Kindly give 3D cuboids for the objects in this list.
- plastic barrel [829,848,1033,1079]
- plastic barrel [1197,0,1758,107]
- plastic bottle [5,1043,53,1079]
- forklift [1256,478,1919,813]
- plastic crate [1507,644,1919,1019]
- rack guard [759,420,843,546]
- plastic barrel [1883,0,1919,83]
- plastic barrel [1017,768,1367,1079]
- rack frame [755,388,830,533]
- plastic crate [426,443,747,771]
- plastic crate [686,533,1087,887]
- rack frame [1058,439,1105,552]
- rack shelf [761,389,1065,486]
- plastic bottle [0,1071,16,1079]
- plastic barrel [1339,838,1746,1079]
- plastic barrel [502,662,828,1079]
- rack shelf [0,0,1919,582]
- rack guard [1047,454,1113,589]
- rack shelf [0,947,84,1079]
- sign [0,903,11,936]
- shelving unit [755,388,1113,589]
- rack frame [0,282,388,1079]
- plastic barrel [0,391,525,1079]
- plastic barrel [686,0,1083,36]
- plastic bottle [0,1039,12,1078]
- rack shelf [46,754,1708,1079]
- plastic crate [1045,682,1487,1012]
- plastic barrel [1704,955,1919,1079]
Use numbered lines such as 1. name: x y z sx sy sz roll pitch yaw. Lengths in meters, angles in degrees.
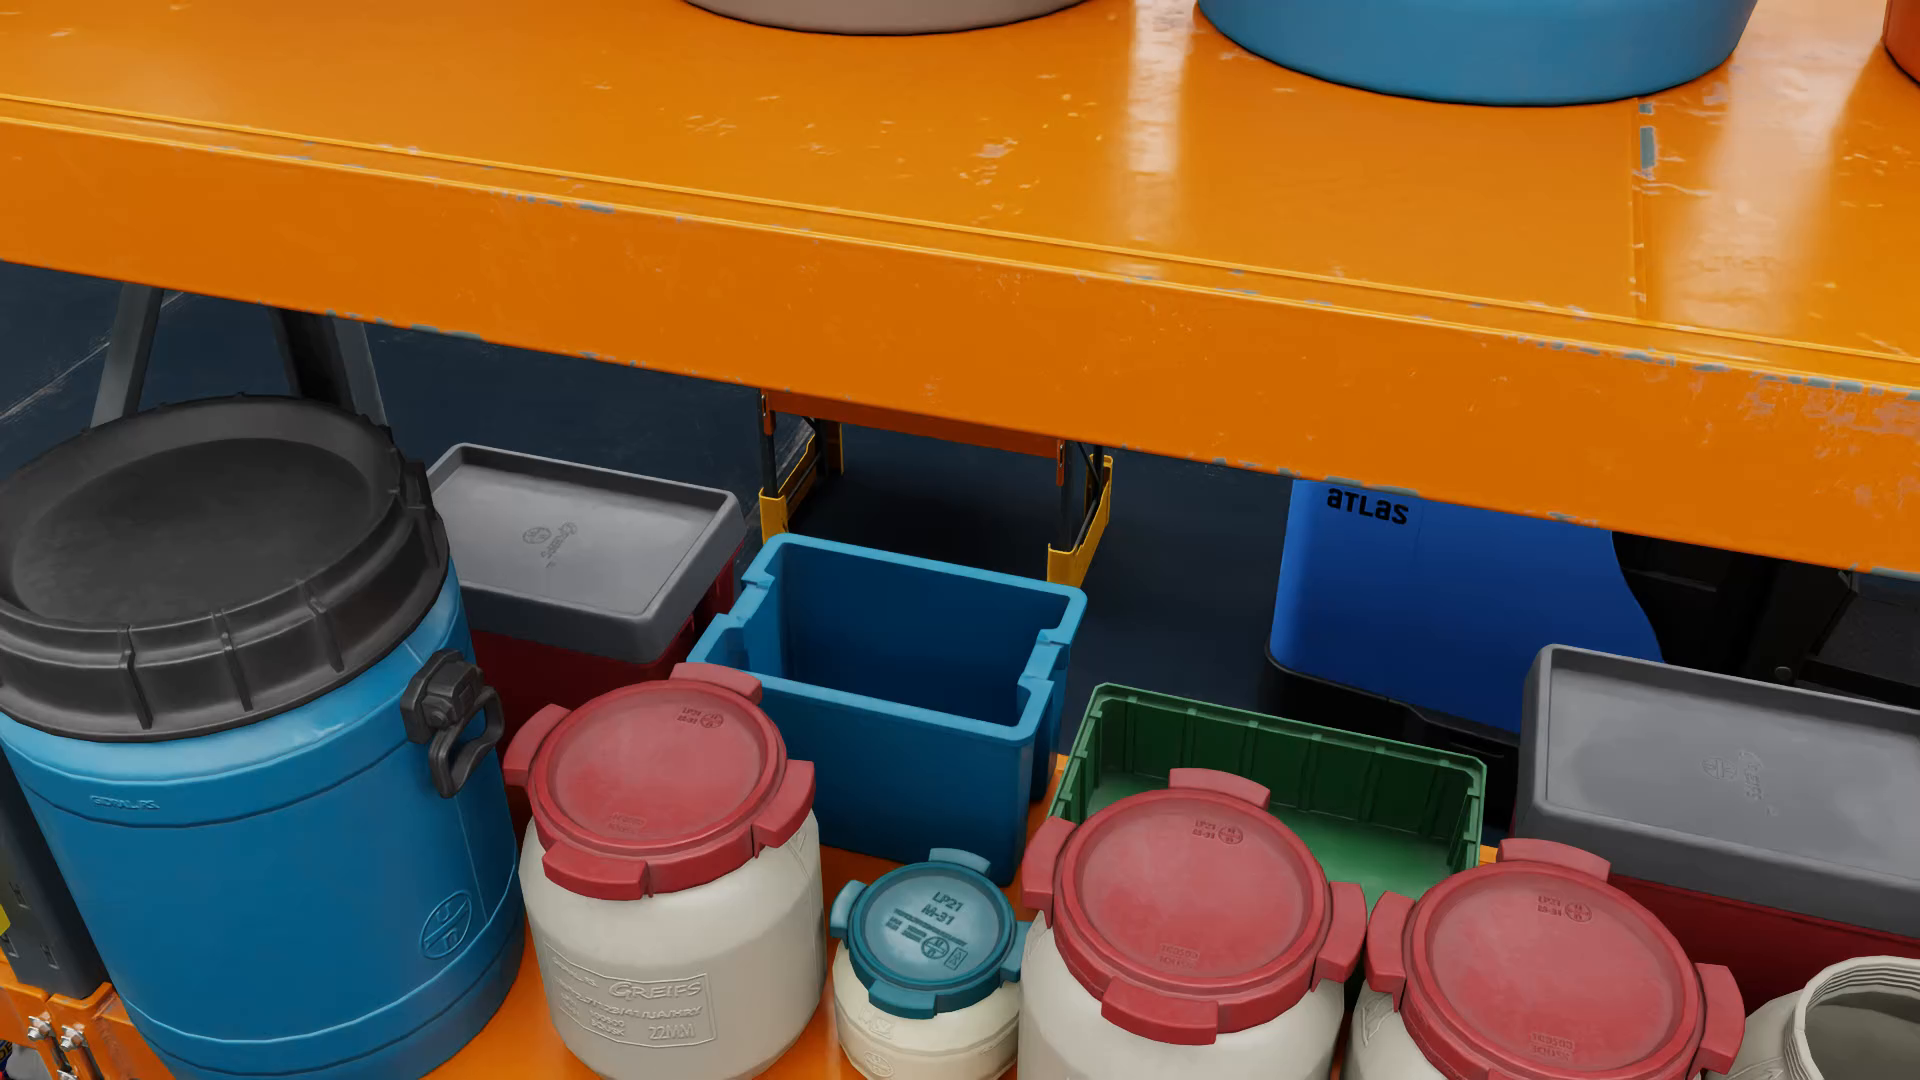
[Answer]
1. plastic barrel: -0.040 0.650 2.454 0.301 0.262 0.301 0 36 0
2. plastic barrel: 0.541 -0.939 1.541 0.708 0.901 0.600 10 38 14
3. plastic bottle: -1.915 1.130 3.547 0.185 0.351 0.144 10 38 14
4. forklift: 2.439 -0.485 3.937 3.031 2.935 1.130 15 39 20
5. plastic crate: 1.109 0.496 2.492 0.583 0.464 0.402 10 38 14
6. rack guard: -0.548 -0.202 5.814 0.087 0.250 0.587 10 38 14
7. plastic barrel: 1.217 -0.784 1.392 0.708 0.830 0.600 10 38 14
8. plastic barrel: 0.290 0.641 2.234 0.433 0.535 0.433 0 36 0
9. rack frame: -0.567 -0.709 5.448 0.032 1.500 0.500 10 38 14
10. plastic crate: -0.704 0.160 2.948 0.583 0.464 0.402 10 38 14
11. plastic crate: -0.112 0.299 2.827 0.575 0.384 0.392 10 38 14
12. rack frame: 0.404 -0.529 5.204 0.032 1.500 0.500 10 38 14
13. rack shelf: -0.081 -0.474 5.433 1.000 0.185 0.538 10 38 14
14. plastic bottle: -1.958 1.212 3.436 0.185 0.351 0.144 10 37 13
15. plastic barrel: 0.703 0.718 2.130 0.433 0.535 0.433 0 36 0
16. plastic barrel: -0.410 0.512 2.410 0.433 0.535 0.433 0 36 0
17. rack shelf: 0.651 -0.292 1.692 4.000 0.370 1.077 10 38 14
18. rack guard: 0.403 -0.026 5.575 0.087 0.250 0.587 10 38 14
19. rack shelf: -3.167 0.209 3.542 4.000 0.370 1.077 10 38 14
20. sign: -1.432 0.471 2.346 0.005 0.325 0.100 10 38 14
21. shelving unit: -0.073 -0.618 5.324 1.083 1.500 0.587 10 38 14
22. rack frame: -1.258 0.273 2.848 0.127 3.000 1.000 10 38 14
23. plastic barrel: -0.979 0.311 2.374 0.708 0.901 0.600 10 38 14
24. plastic barrel: -0.083 -1.054 1.698 0.600 0.901 0.600 0 36 0
25. plastic bottle: -2.121 1.120 3.624 0.135 0.276 0.152 10 38 14
26. rack shelf: 0.651 0.916 2.581 4.000 0.370 1.077 10 38 14
27. plastic crate: 0.489 0.507 2.710 0.662 0.188 0.450 10 38 14
28. plastic barrel: 1.113 0.800 2.039 0.421 0.512 0.421 0 36 0
